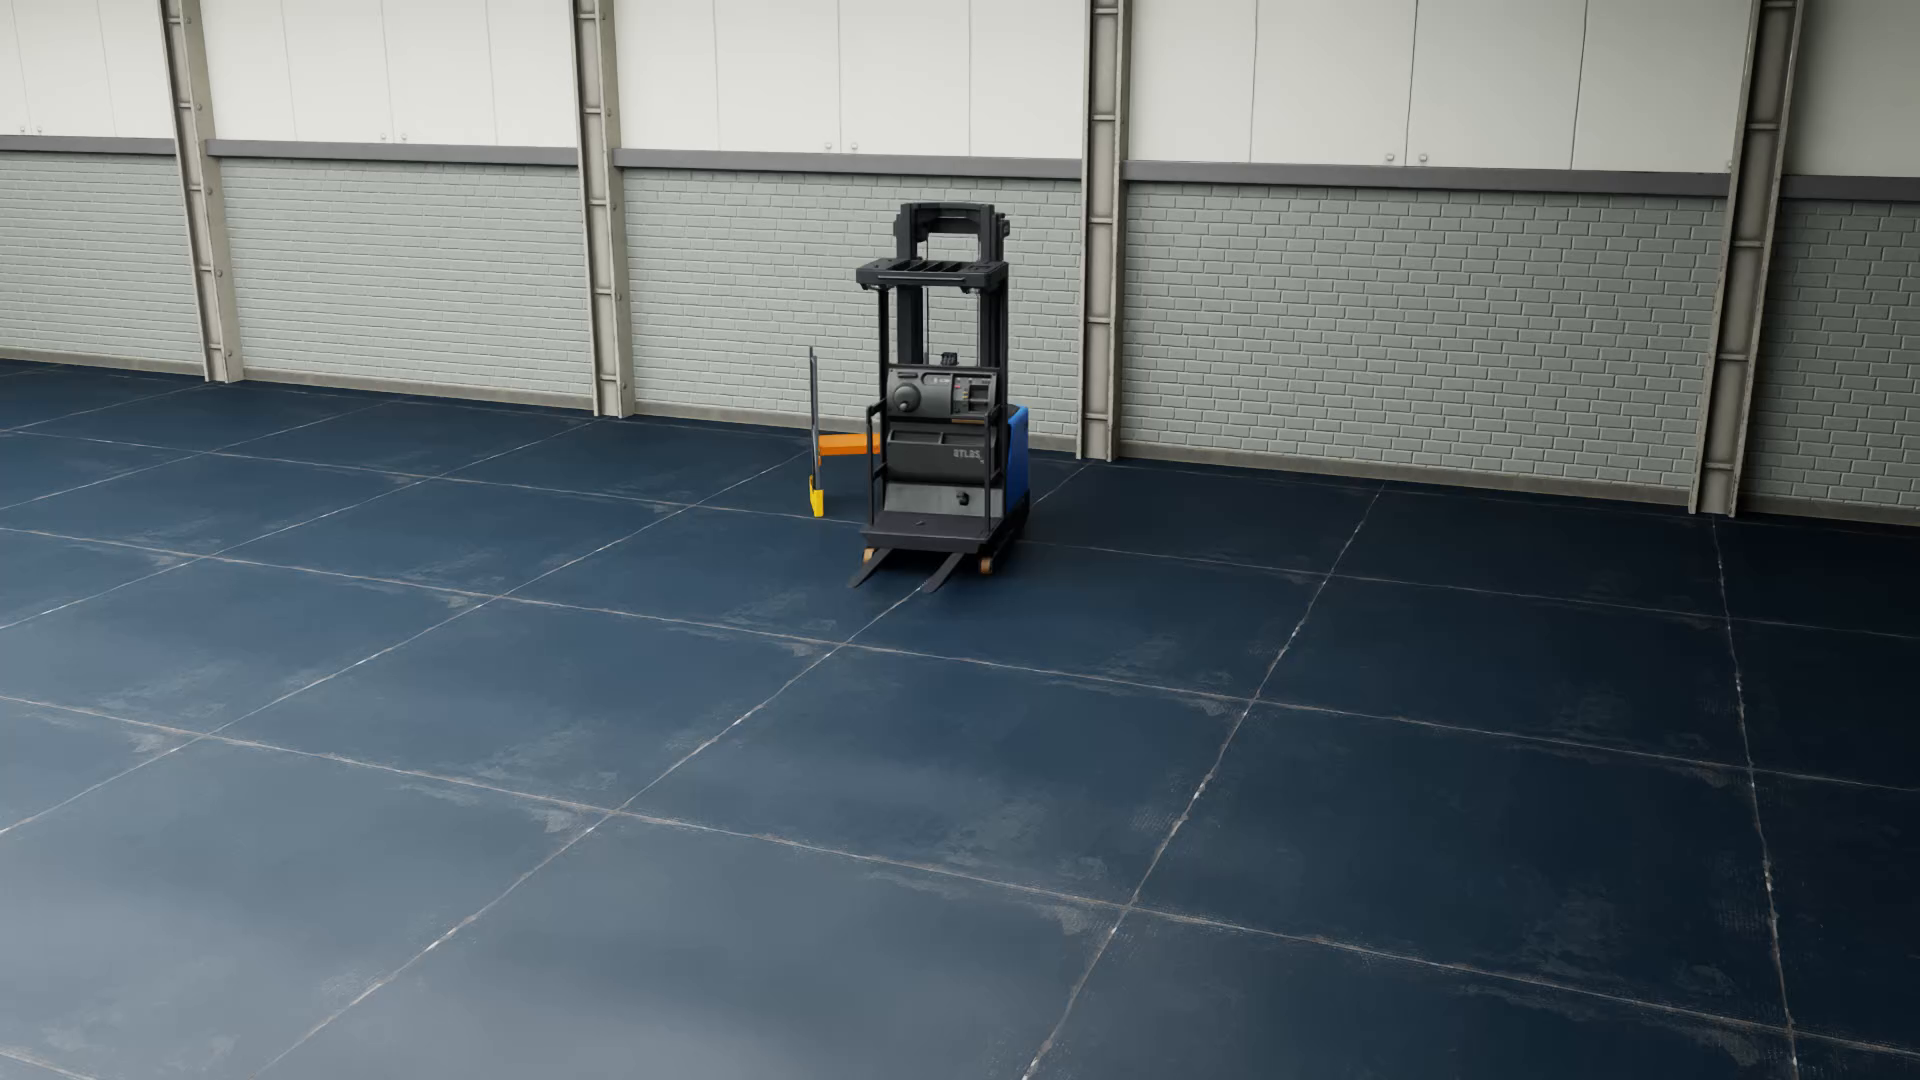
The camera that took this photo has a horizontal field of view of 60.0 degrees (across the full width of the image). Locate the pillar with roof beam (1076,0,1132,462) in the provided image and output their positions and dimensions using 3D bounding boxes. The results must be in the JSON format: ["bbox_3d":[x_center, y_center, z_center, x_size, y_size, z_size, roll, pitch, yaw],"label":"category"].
[{"bbox_3d":[-0.110,-4.088,12.616,0.400,9.000,9.100,6,17,21],"label":"pillar with roof beam"}]

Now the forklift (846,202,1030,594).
[{"bbox_3d":[-0.198,-1.228,13.646,1.130,2.935,3.031,4,17,13],"label":"forklift"}]

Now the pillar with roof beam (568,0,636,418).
[{"bbox_3d":[-5.691,-4.702,14.730,0.400,9.000,9.100,6,17,21],"label":"pillar with roof beam"}]

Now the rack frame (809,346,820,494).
[{"bbox_3d":[-1.351,-1.018,15.490,0.032,1.500,0.500,-3,16,-9],"label":"rack frame"}]

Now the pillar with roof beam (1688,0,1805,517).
[{"bbox_3d":[5.472,-3.475,10.502,0.400,9.000,9.100,6,17,21],"label":"pillar with roof beam"}]

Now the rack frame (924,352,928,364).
[{"bbox_3d":[-0.348,-1.064,15.650,0.032,1.500,0.500,-3,16,-9],"label":"rack frame"}]

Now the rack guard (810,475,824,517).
[{"bbox_3d":[-1.350,-0.418,15.665,0.087,0.250,0.587,-3,16,-9],"label":"rack guard"}]

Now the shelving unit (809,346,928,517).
[{"bbox_3d":[-0.858,-1.041,15.569,1.083,1.500,0.587,-3,16,-9],"label":"shelving unit"}]

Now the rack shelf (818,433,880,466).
[{"bbox_3d":[-0.849,-0.869,15.620,1.000,0.185,0.538,-3,16,-9],"label":"rack shelf"}]

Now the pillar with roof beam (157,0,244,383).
[{"bbox_3d":[-11.273,-5.316,16.844,0.400,9.000,9.100,6,17,21],"label":"pillar with roof beam"}]
